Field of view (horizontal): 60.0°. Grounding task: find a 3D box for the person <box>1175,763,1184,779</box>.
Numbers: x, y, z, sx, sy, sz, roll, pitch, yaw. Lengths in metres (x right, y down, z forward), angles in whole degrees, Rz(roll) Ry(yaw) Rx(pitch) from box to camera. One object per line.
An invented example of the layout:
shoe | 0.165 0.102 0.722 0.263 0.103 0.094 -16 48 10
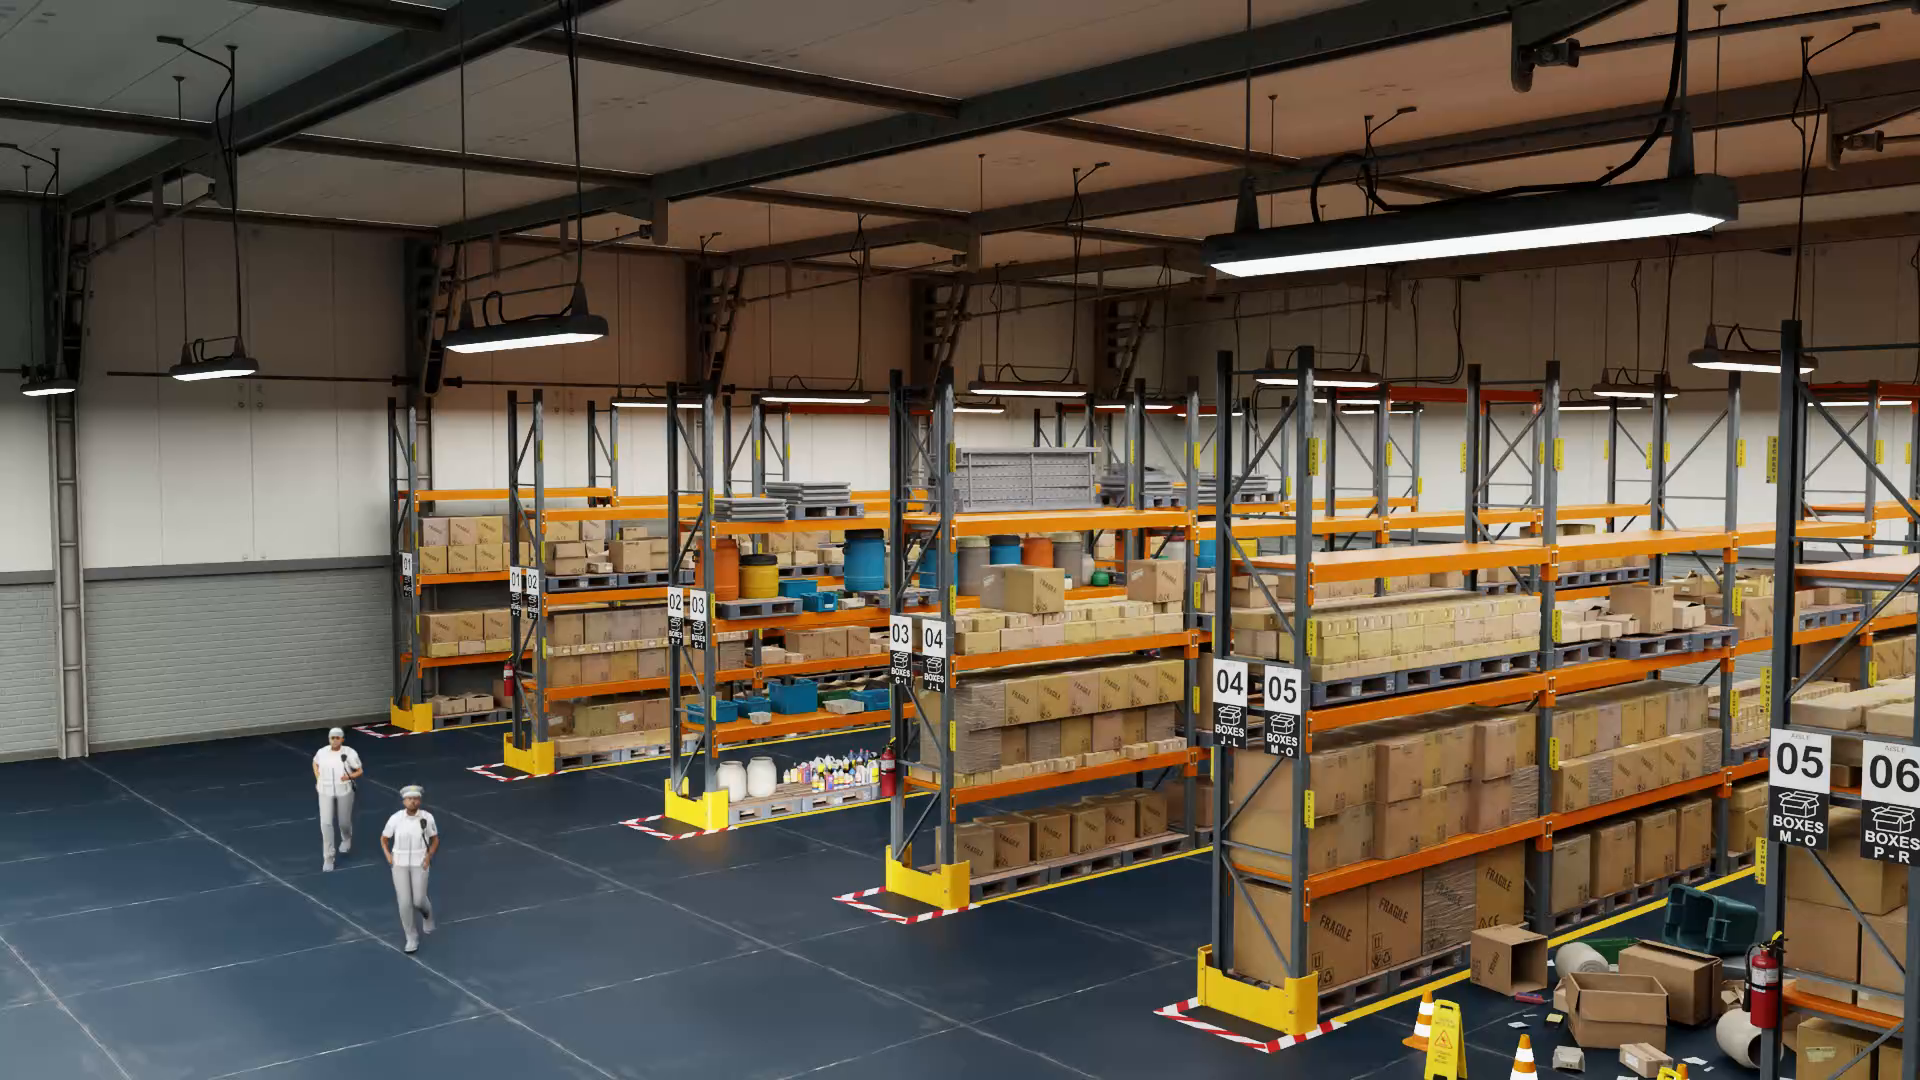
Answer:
person | 3.345 2.797 25.493 0.666 1.756 0.672 -3 4 -42

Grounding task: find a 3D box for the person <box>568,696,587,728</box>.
person | -6.554 2.697 28.807 0.518 1.609 0.719 3 5 43

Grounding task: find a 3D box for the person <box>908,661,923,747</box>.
person | -0.739 2.642 28.268 0.889 1.745 0.731 -3 5 -43

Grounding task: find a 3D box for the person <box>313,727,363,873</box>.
person | -7.641 3.136 20.410 0.603 1.692 0.904 -1 3 -14

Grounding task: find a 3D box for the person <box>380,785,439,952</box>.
person | -5.655 3.346 17.074 0.577 1.643 0.613 -1 3 -17
